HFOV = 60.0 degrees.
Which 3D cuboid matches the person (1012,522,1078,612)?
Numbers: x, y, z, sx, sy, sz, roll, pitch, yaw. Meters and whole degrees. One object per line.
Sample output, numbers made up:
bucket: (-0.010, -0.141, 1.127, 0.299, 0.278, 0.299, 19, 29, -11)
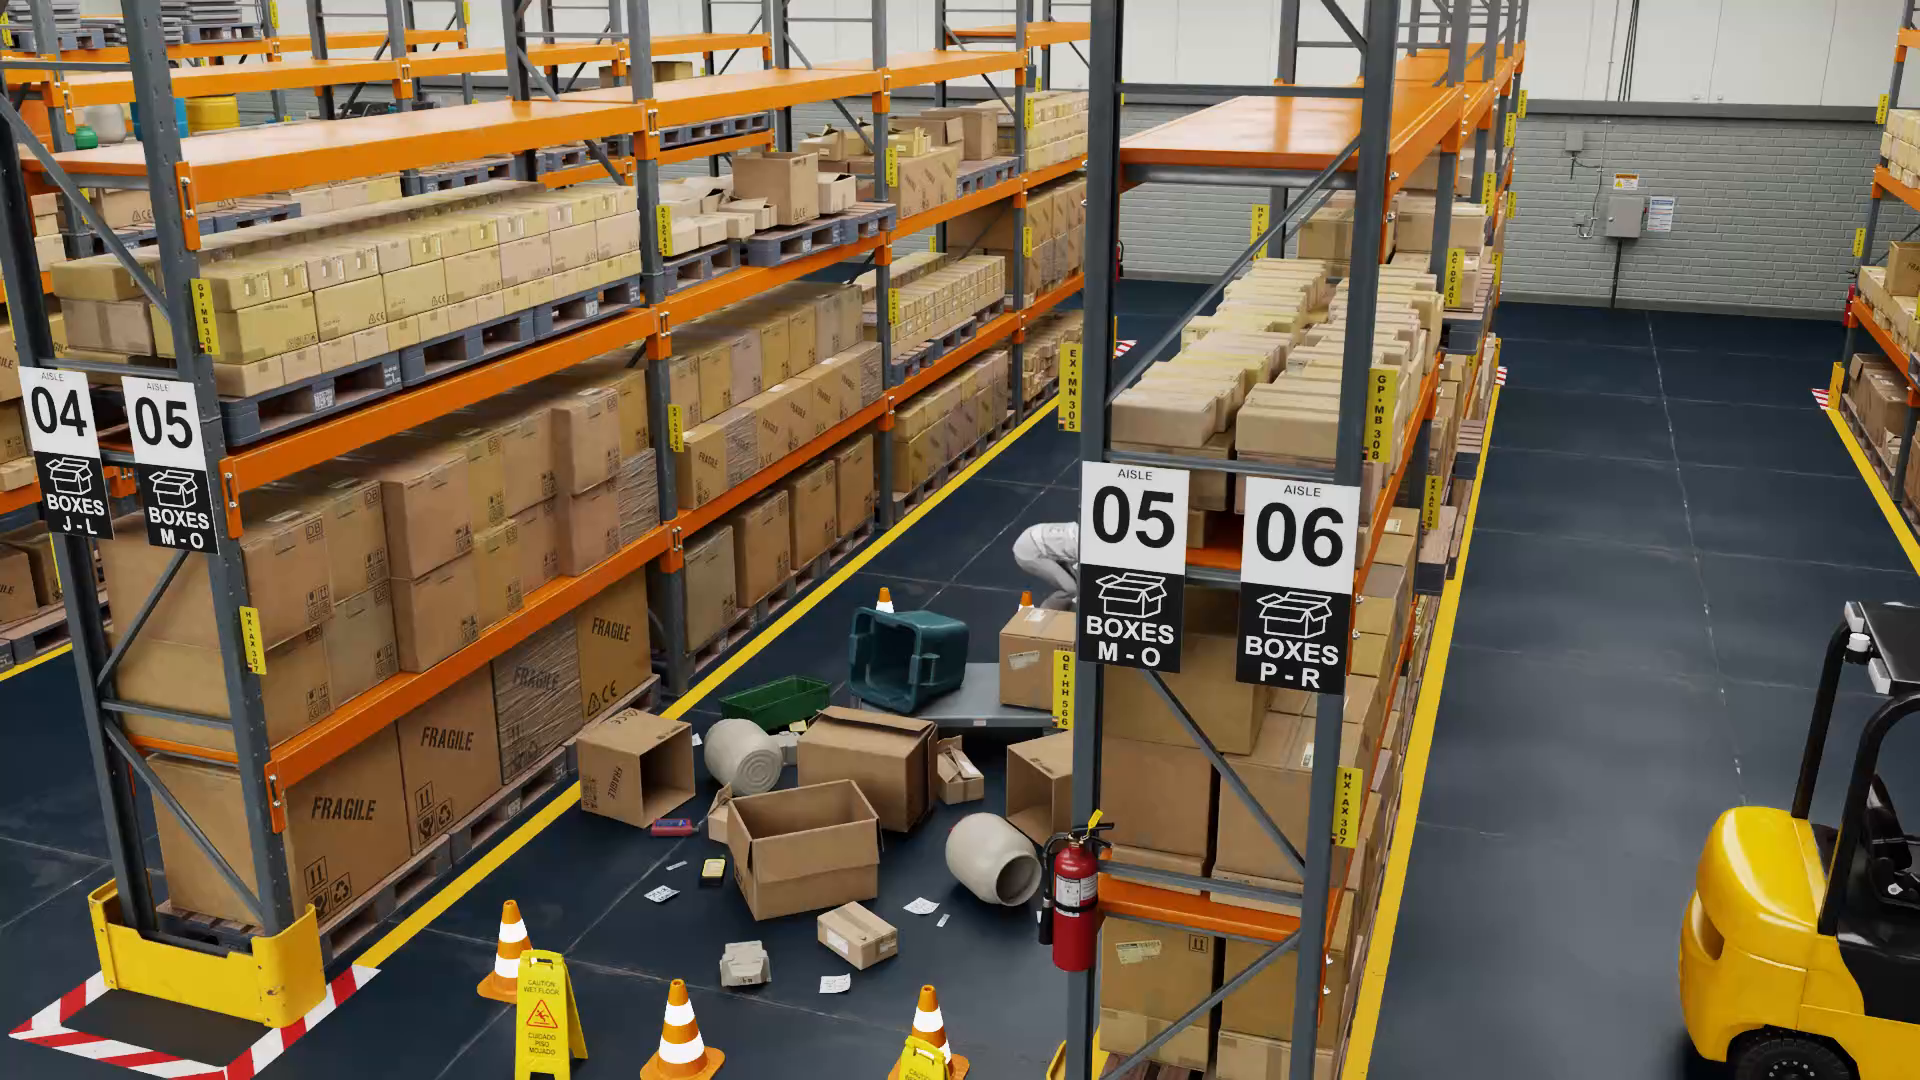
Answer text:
person: (0.850, 0.314, 12.552, 0.919, 1.076, 0.460, 5, 20, 16)
